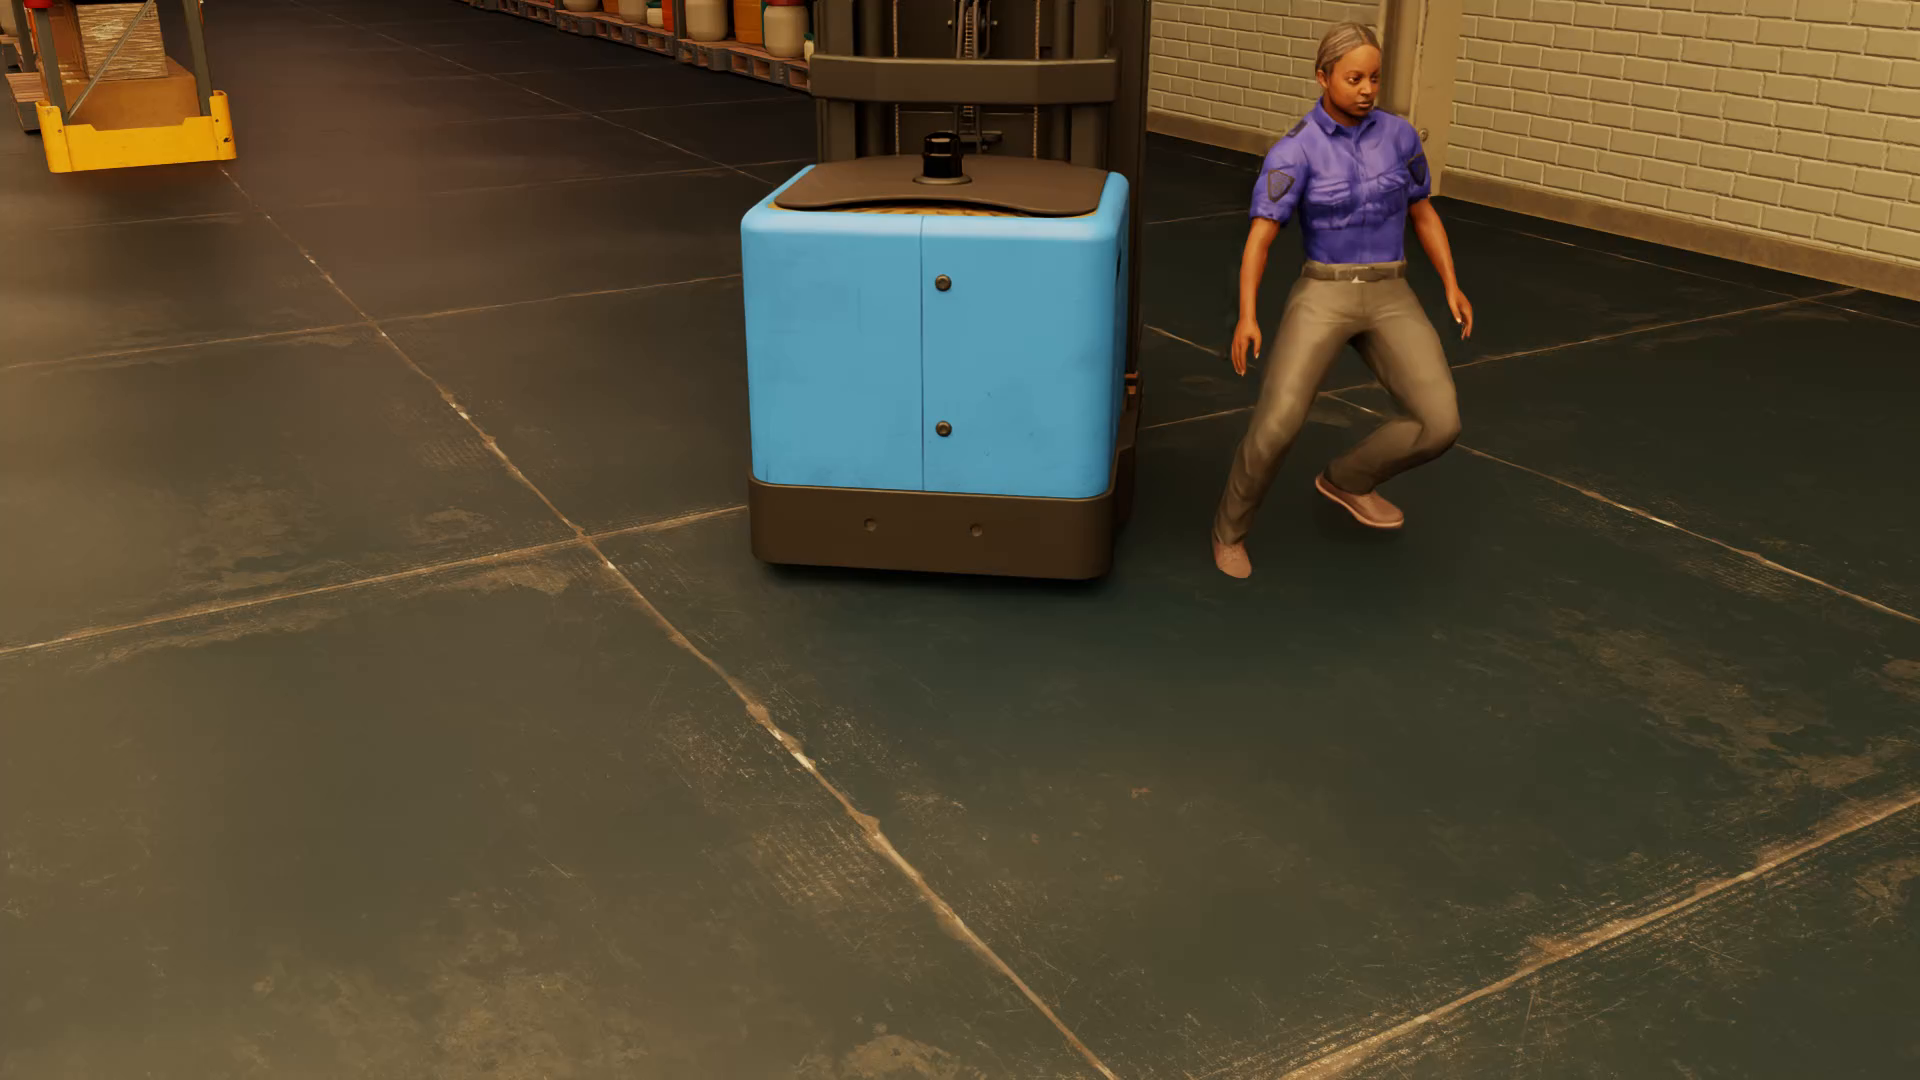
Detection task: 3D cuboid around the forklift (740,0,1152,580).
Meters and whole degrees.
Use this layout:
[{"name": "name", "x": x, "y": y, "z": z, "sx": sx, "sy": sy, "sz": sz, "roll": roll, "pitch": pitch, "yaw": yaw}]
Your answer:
[{"name": "forklift", "x": 0.103, "y": -1.768, "z": 5.582, "sx": 1.130, "sy": 2.935, "sz": 3.031, "roll": 3, "pitch": 22, "yaw": 7}]

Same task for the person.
[{"name": "person", "x": 1.074, "y": -0.639, "z": 4.731, "sx": 0.736, "sy": 1.589, "sz": 0.481, "roll": -3, "pitch": 23, "yaw": -7}]
